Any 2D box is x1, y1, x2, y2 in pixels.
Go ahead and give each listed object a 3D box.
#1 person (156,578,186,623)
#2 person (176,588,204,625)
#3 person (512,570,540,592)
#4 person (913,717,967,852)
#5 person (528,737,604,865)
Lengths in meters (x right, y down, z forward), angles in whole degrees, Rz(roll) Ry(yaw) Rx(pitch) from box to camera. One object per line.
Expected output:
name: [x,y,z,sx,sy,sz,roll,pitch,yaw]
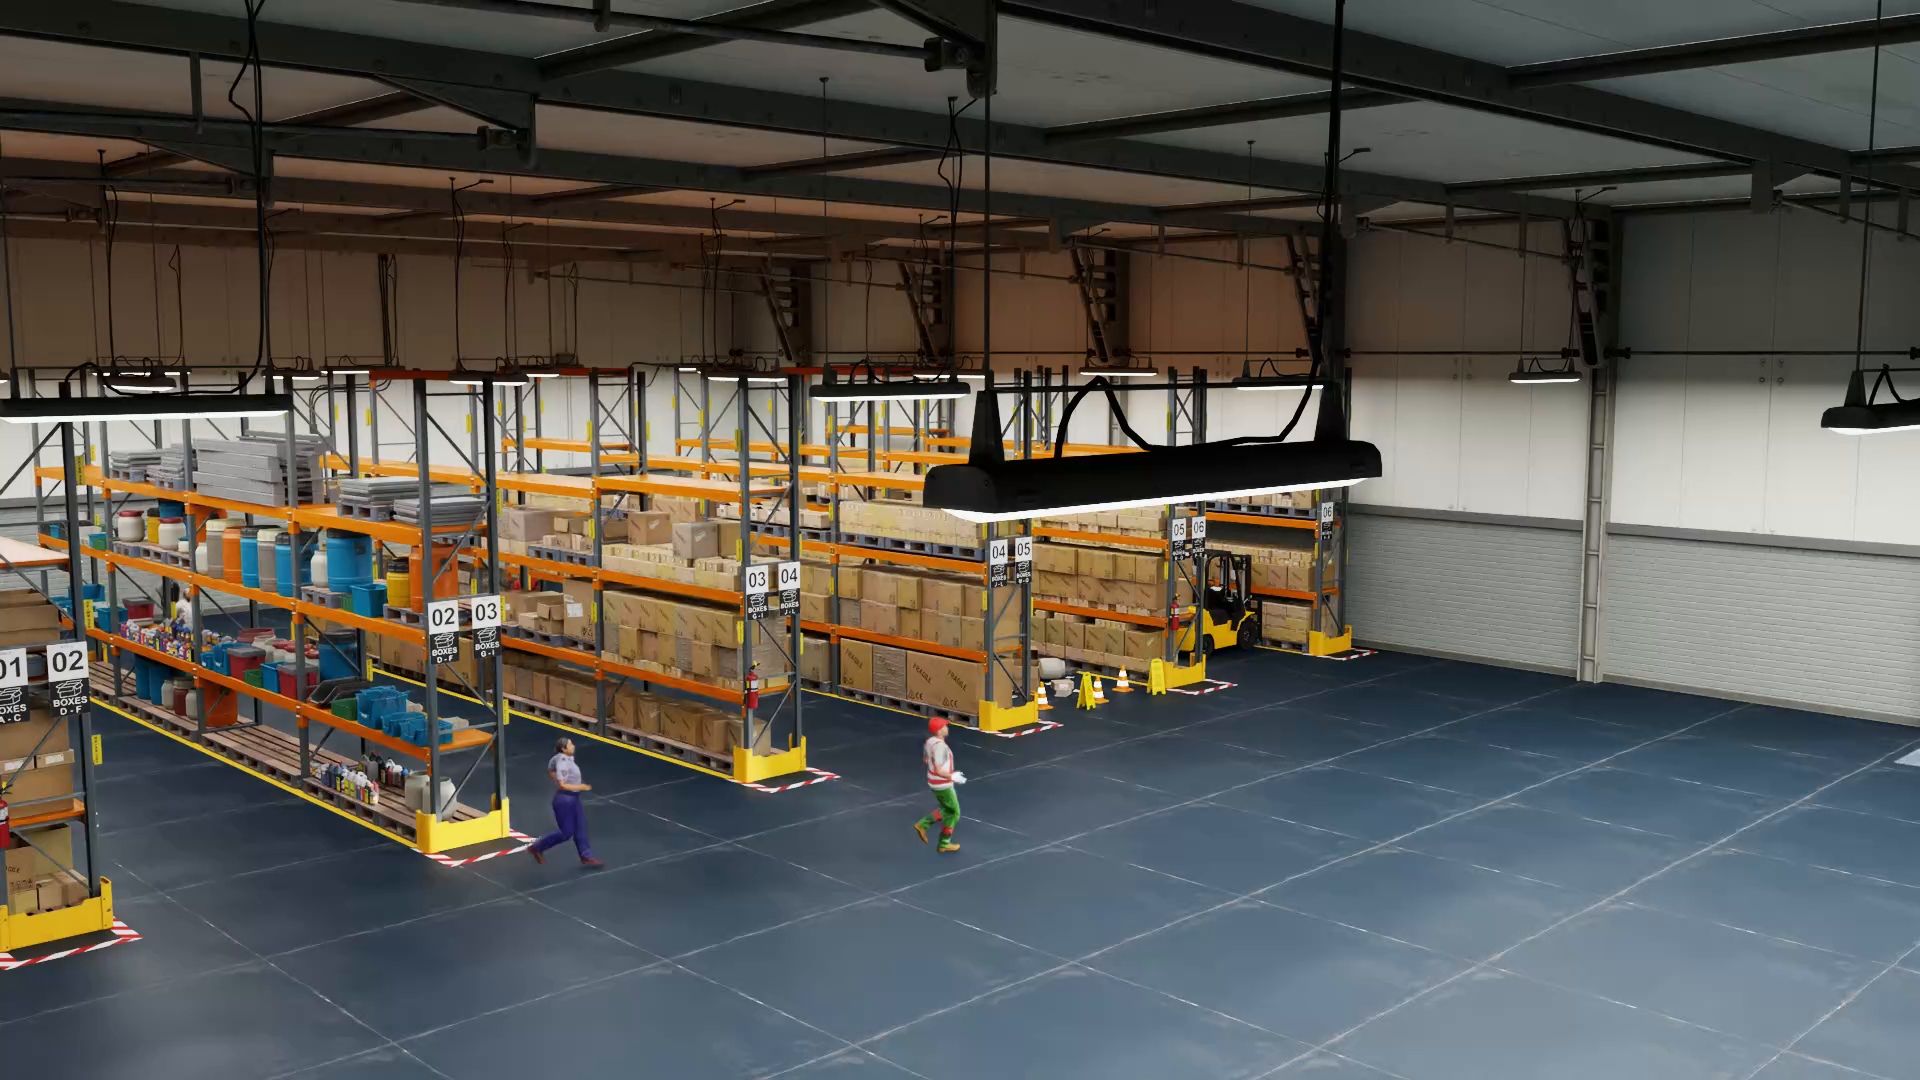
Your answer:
person: [-17.144,1.415,36.098,0.752,1.717,0.646,-3,7,-24]
person: [-15.368,1.767,33.217,0.620,1.633,0.599,4,8,32]
person: [-9.363,1.426,36.090,0.699,1.671,0.661,-5,8,-37]
person: [-0.268,3.095,21.053,0.621,1.737,0.653,-2,7,-14]
person: [-4.839,3.230,20.369,0.908,1.639,0.614,-1,7,-12]
